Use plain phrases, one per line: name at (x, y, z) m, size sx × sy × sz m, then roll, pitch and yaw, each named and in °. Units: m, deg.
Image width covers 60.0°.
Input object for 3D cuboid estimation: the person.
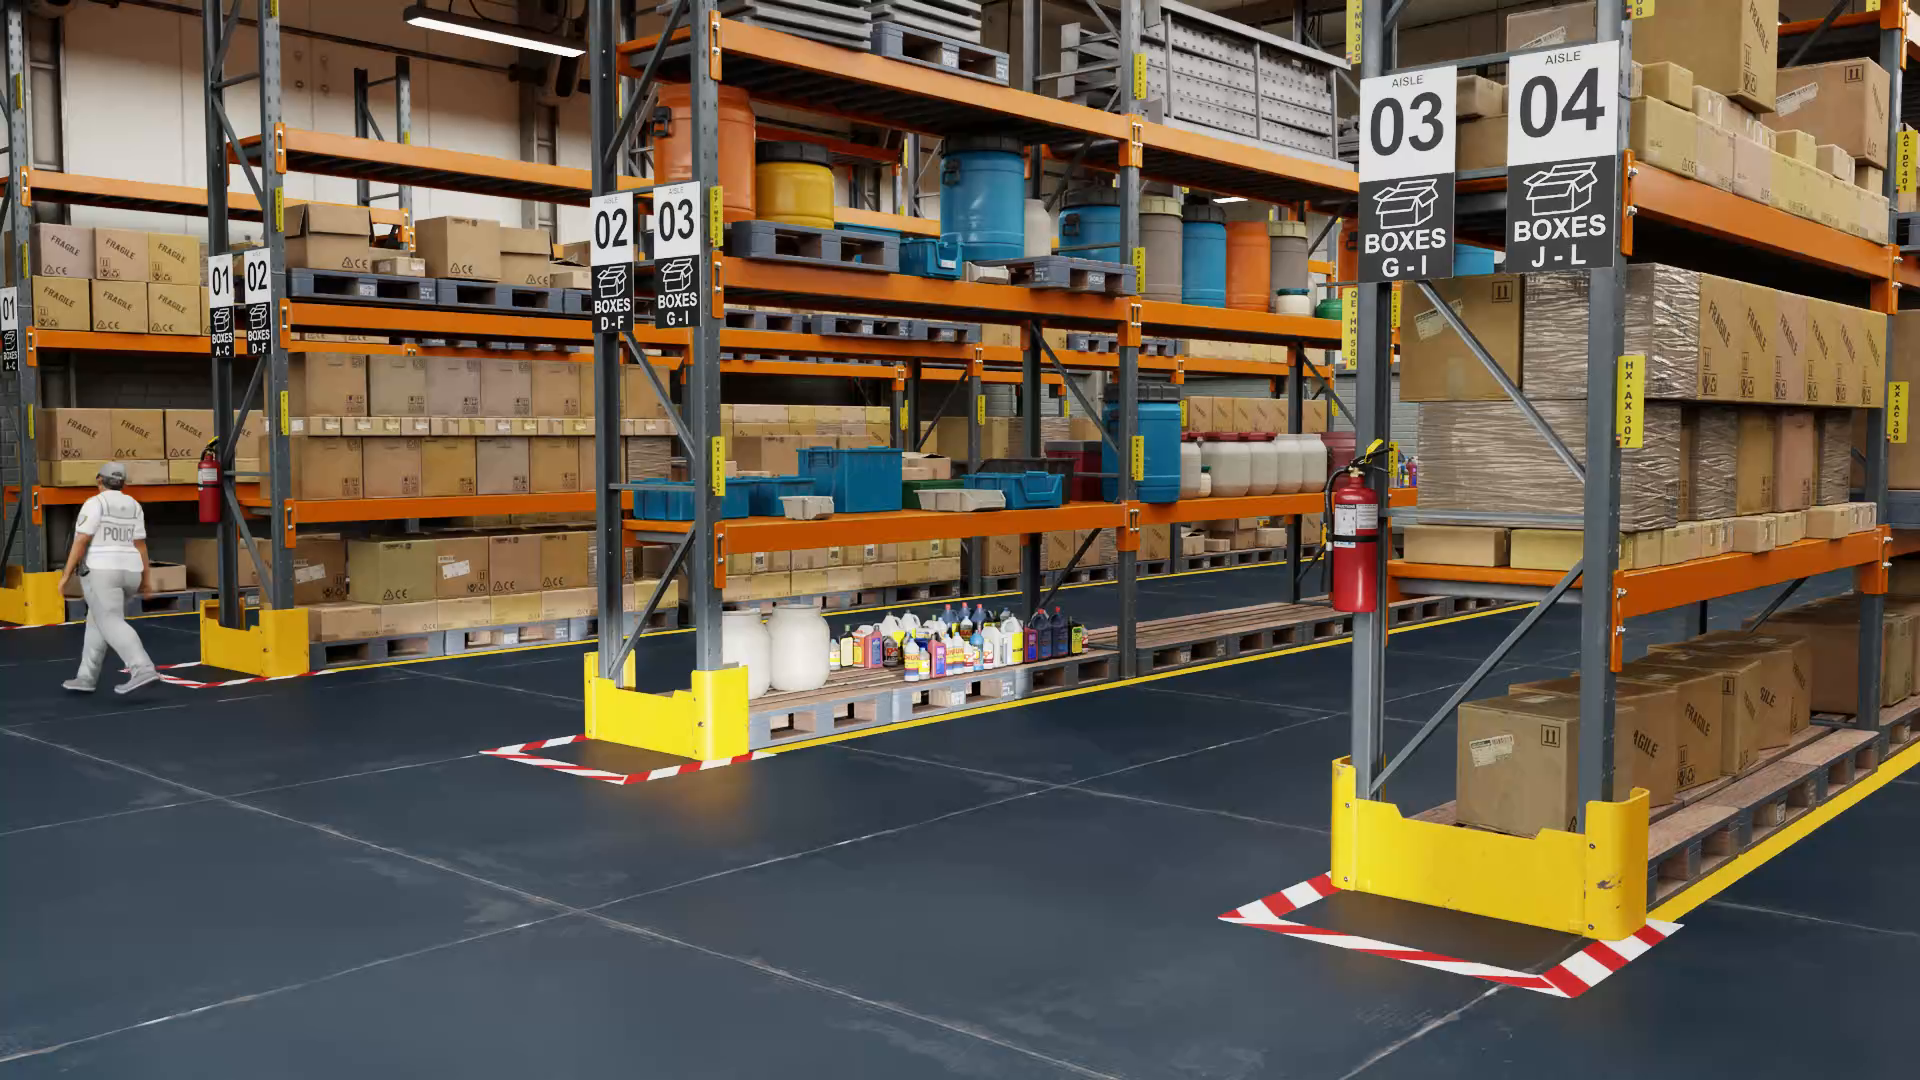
person at (-5.897, 0.263, 11.548) m, size 0.954 × 1.612 × 0.538 m, roll 1°, pitch 4°, yaw 16°
